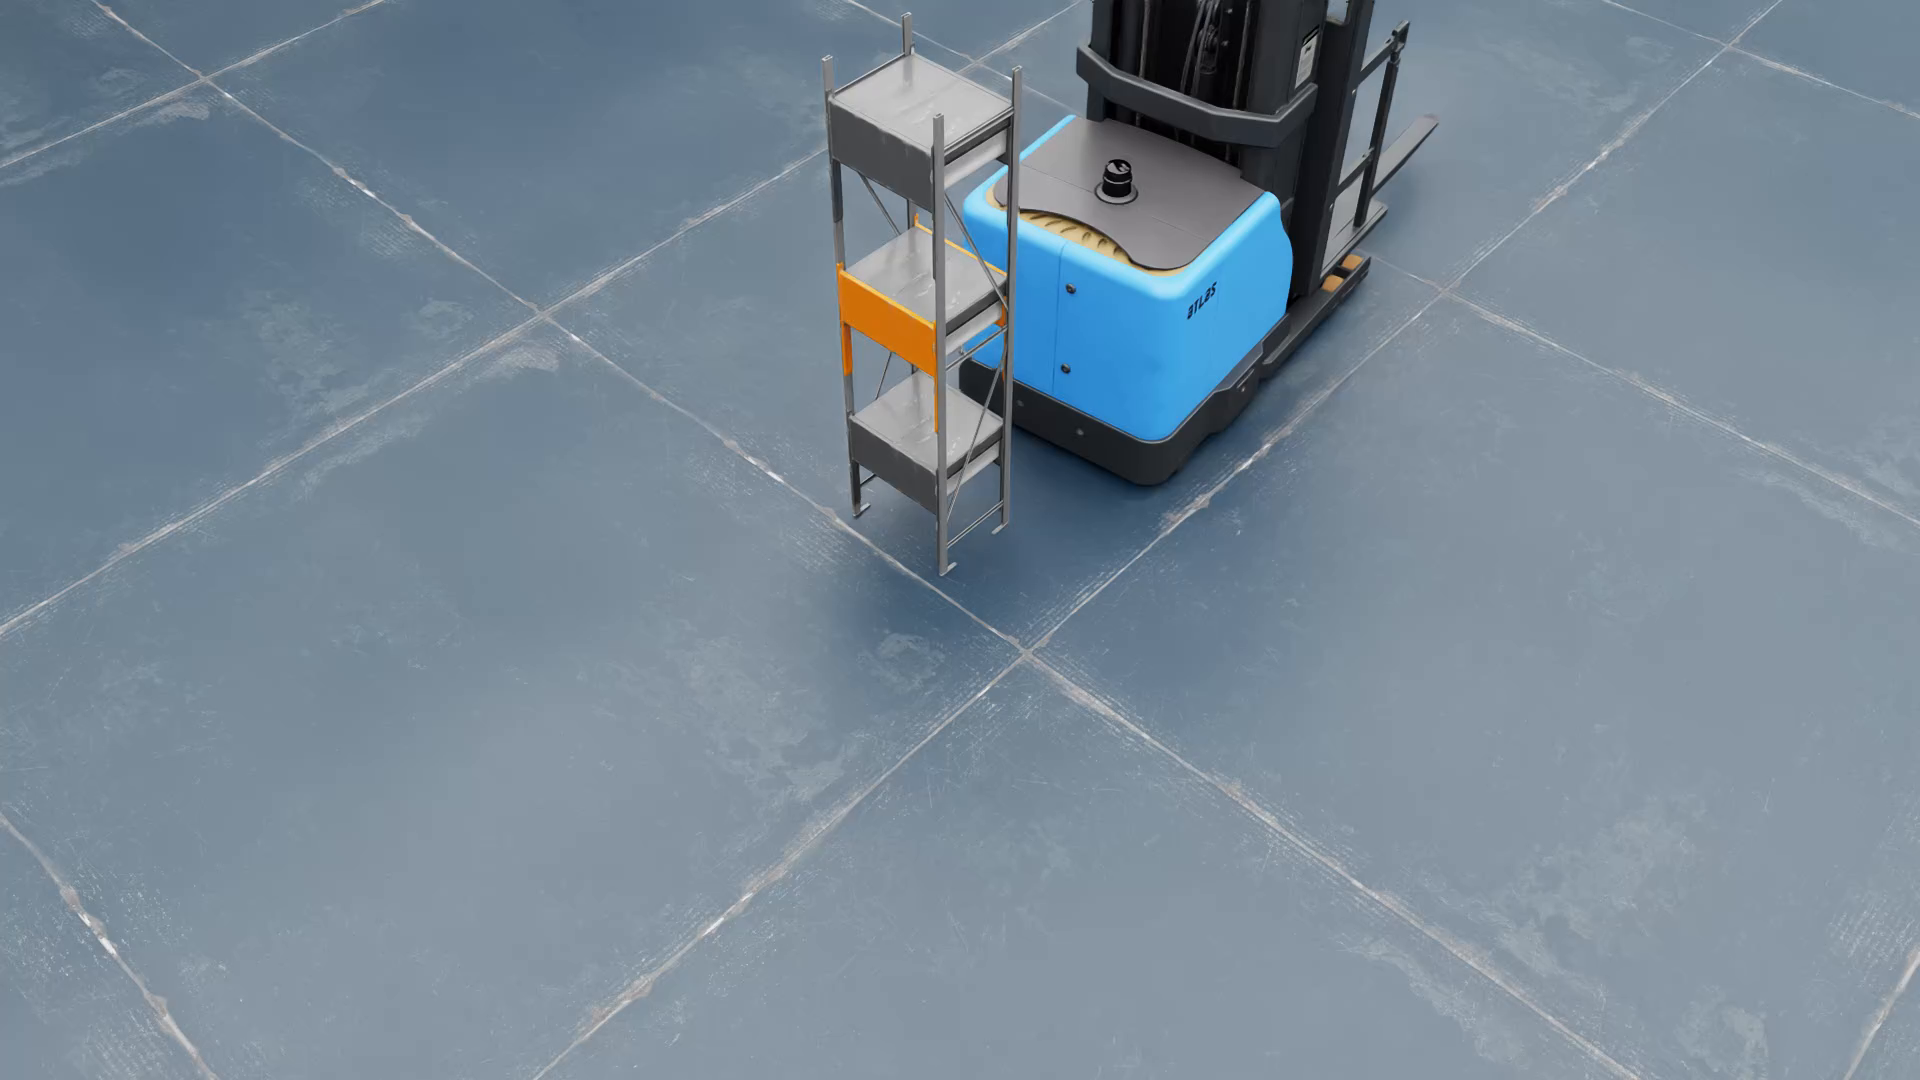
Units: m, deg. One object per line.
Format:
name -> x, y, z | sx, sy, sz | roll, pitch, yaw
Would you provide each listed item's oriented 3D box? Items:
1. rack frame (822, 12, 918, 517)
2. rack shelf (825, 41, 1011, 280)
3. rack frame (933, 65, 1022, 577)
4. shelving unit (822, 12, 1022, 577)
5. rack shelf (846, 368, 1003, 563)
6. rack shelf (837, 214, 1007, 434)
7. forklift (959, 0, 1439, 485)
rack frame -> -0.301, -0.921, 6.175 | 0.015, 2.100, 0.400 | 34, 55, 28
rack shelf -> -0.122, -1.270, 5.561 | 0.480, 0.518, 0.431 | 34, 55, 28
rack frame -> 0.058, -0.680, 5.948 | 0.015, 2.100, 0.400 | 34, 55, 28
shelving unit -> -0.122, -0.801, 6.061 | 0.503, 2.100, 0.431 | 34, 55, 28
rack shelf -> -0.122, -0.312, 6.582 | 0.480, 0.518, 0.431 | 34, 55, 28
rack shelf -> -0.122, -0.791, 6.071 | 0.480, 0.518, 0.431 | 34, 55, 28
forklift -> 1.275, -2.263, 6.864 | 1.130, 2.935, 3.031 | 28, 53, 24
